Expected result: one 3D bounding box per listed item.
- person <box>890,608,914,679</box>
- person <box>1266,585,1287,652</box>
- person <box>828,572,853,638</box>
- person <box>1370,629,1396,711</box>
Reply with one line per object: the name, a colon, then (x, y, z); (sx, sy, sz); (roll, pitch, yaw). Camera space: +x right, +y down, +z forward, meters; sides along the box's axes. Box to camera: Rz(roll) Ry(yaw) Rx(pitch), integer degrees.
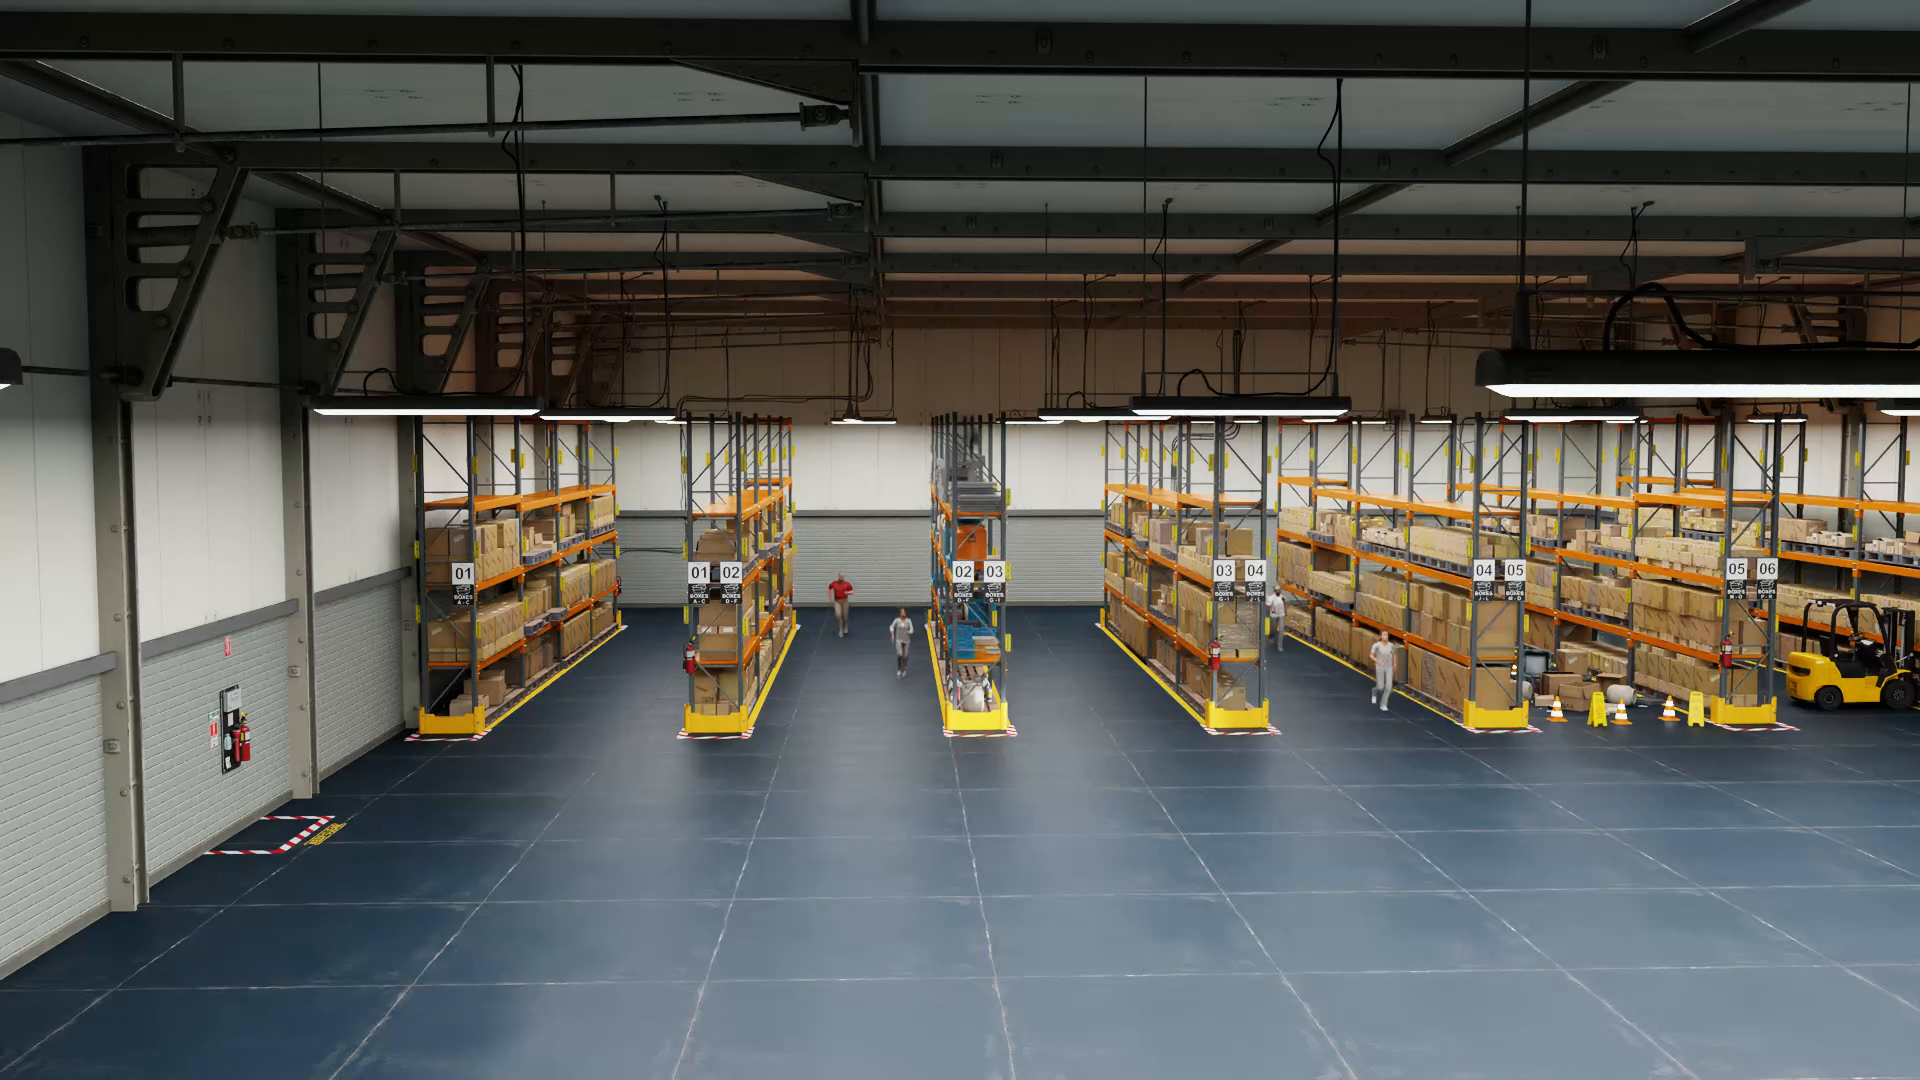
person: (-1.309, 2.350, 37.807); (0.510, 1.607, 0.663); (-1, 4, -9)
person: (8.136, 1.984, 42.717); (0.565, 1.702, 0.900); (0, 4, -4)
person: (-3.275, 1.772, 45.565); (0.656, 1.783, 0.886); (-1, 4, -8)
person: (8.567, 2.615, 33.673); (0.563, 1.628, 0.639); (-1, 4, -9)
